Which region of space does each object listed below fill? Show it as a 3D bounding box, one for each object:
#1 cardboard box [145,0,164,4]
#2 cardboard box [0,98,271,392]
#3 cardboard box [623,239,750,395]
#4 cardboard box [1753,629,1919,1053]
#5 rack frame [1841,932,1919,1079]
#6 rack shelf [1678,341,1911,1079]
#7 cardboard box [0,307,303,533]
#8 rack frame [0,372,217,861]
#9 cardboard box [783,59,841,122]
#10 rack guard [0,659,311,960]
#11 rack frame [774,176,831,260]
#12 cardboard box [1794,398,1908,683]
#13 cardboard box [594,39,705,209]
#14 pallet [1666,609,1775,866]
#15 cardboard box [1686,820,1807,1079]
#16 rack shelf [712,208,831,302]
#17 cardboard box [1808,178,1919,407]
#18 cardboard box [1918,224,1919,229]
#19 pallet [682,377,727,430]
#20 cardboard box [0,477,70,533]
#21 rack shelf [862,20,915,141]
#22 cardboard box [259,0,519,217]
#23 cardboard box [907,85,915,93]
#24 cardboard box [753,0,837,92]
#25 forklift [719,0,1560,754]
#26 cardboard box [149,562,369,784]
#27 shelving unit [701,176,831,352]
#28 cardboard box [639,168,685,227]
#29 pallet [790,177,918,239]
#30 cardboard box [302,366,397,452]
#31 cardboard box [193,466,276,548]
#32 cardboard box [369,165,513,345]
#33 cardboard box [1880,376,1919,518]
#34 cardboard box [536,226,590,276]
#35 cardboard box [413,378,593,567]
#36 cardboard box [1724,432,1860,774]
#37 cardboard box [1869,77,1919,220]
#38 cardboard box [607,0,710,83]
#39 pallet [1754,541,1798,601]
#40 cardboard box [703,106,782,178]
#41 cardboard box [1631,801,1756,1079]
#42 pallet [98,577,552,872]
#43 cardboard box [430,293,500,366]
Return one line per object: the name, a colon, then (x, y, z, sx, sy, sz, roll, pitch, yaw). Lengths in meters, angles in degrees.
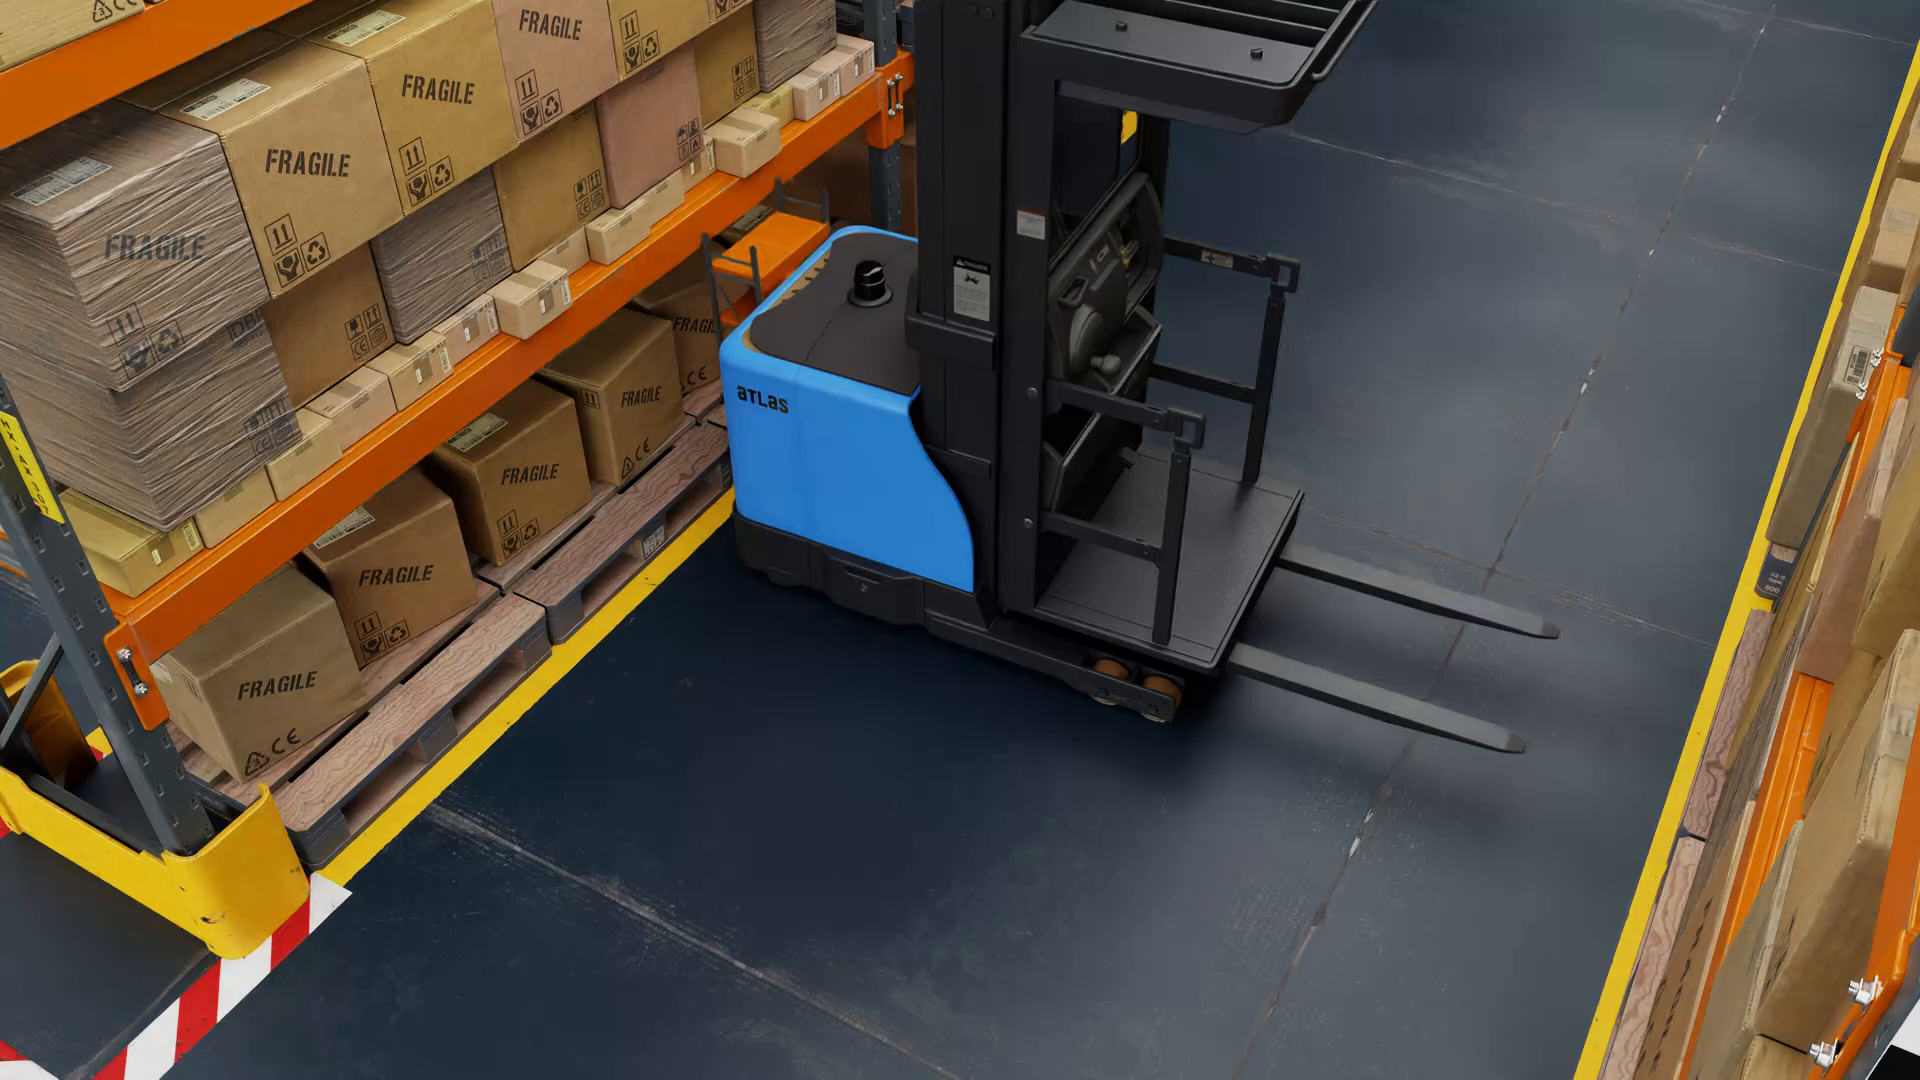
cardboard box: (-2.013, -1.590, 4.130, 0.500, 0.250, 0.500, 20, 45, 21)
cardboard box: (-2.219, -0.782, 4.312, 0.500, 0.500, 0.500, 21, 45, 22)
cardboard box: (-1.243, -0.996, 7.185, 0.500, 0.500, 0.500, -30, 50, -30)
cardboard box: (1.928, 0.658, 2.802, 0.875, 0.550, 0.550, 21, 45, 22)
rack frame: (1.511, 1.664, 2.591, 0.949, 2.616, 0.053, 21, 45, 22)
rack shelf: (2.514, 0.790, 4.127, 1.077, 0.370, 4.000, 21, 45, 22)
cardboard box: (-2.431, -0.488, 4.734, 0.875, 0.500, 0.500, 21, 45, 22)
rack frame: (-2.730, -0.033, 4.518, 1.000, 3.000, 0.127, 21, 45, 22)
cardboard box: (-0.715, -1.868, 6.791, 0.380, 0.149, 0.250, 21, 45, 22)
rack guard: (-2.692, 0.861, 5.394, 1.175, 0.500, 0.348, 21, 45, 22)
rack frame: (-0.608, -0.939, 6.903, 0.240, 1.200, 0.015, 19, 44, 23)
cardboard box: (2.713, 0.127, 4.223, 0.875, 0.550, 0.550, 21, 45, 22)
cardboard box: (-1.451, -1.640, 6.042, 0.875, 0.500, 0.500, 21, 45, 22)
pallet: (3.067, 0.832, 5.646, 1.003, 0.211, 1.213, 21, 45, 22)
cardboard box: (1.916, 1.059, 3.164, 0.875, 0.550, 0.550, 21, 45, 22)
rack shelf: (-0.738, -1.099, 6.489, 0.258, 0.148, 0.480, 19, 44, 23)
cardboard box: (4.234, -0.873, 6.856, 1.050, 0.750, 0.750, 21, 45, 22)
cardboard box: (3.798, -1.338, 5.924, 0.500, 0.500, 0.500, 20, 45, 22)
pallet: (-1.034, -0.880, 7.589, 1.003, 0.211, 1.213, 21, 45, 22)
cardboard box: (-2.766, -0.170, 4.864, 0.380, 0.149, 0.250, 21, 45, 22)
rack shelf: (0.272, -3.197, 8.655, 1.077, 0.370, 4.000, 21, 45, 22)
cardboard box: (-1.714, -1.353, 4.959, 0.500, 0.500, 0.500, 21, 45, 22)
cardboard box: (-0.148, -2.160, 8.492, 0.700, 0.500, 0.500, 21, 45, 22)
cardboard box: (-1.007, -2.234, 6.717, 0.875, 0.500, 0.500, 21, 45, 22)
forklift: (0.676, -0.847, 5.494, 3.031, 2.935, 1.130, 18, 44, 19)
cardboard box: (-2.403, 0.395, 5.605, 0.500, 0.500, 0.500, 30, 49, 29)
shelving unit: (-0.727, -0.799, 6.742, 0.258, 1.200, 0.503, 19, 44, 23)
cardboard box: (-1.250, -1.309, 6.157, 0.380, 0.149, 0.250, 21, 45, 22)
pallet: (-0.340, -1.722, 8.545, 1.003, 0.211, 1.213, 21, 45, 22)
cardboard box: (-1.994, -0.448, 5.179, 0.380, 0.149, 0.250, 21, 45, 22)
cardboard box: (-2.240, -0.160, 4.852, 0.380, 0.149, 0.250, 21, 45, 22)
cardboard box: (-1.997, -1.086, 5.413, 0.875, 0.500, 0.500, 21, 45, 22)
cardboard box: (2.737, -0.269, 3.855, 0.875, 0.550, 0.550, 21, 45, 22)
cardboard box: (-1.536, -1.037, 5.847, 0.380, 0.149, 0.250, 21, 45, 22)
cardboard box: (-1.804, -0.310, 6.406, 0.500, 0.500, 0.500, 25, 47, 26)
cardboard box: (3.140, 0.352, 5.370, 0.875, 0.875, 0.875, 22, 46, 23)
cardboard box: (5.134, -1.907, 8.031, 1.050, 0.750, 0.750, 20, 45, 22)
cardboard box: (-1.216, -1.926, 5.610, 0.500, 0.500, 0.500, 21, 45, 22)
pallet: (3.836, -0.044, 6.640, 1.003, 0.211, 1.213, 21, 45, 22)
cardboard box: (-0.921, -1.565, 6.447, 0.380, 0.149, 0.250, 21, 45, 22)
cardboard box: (2.234, 1.390, 4.191, 0.875, 0.875, 0.875, 20, 45, 21)
pallet: (-2.255, 0.516, 6.004, 1.003, 0.211, 1.213, 21, 45, 22)
cardboard box: (-1.761, -0.741, 5.512, 0.380, 0.149, 0.250, 21, 45, 22)
